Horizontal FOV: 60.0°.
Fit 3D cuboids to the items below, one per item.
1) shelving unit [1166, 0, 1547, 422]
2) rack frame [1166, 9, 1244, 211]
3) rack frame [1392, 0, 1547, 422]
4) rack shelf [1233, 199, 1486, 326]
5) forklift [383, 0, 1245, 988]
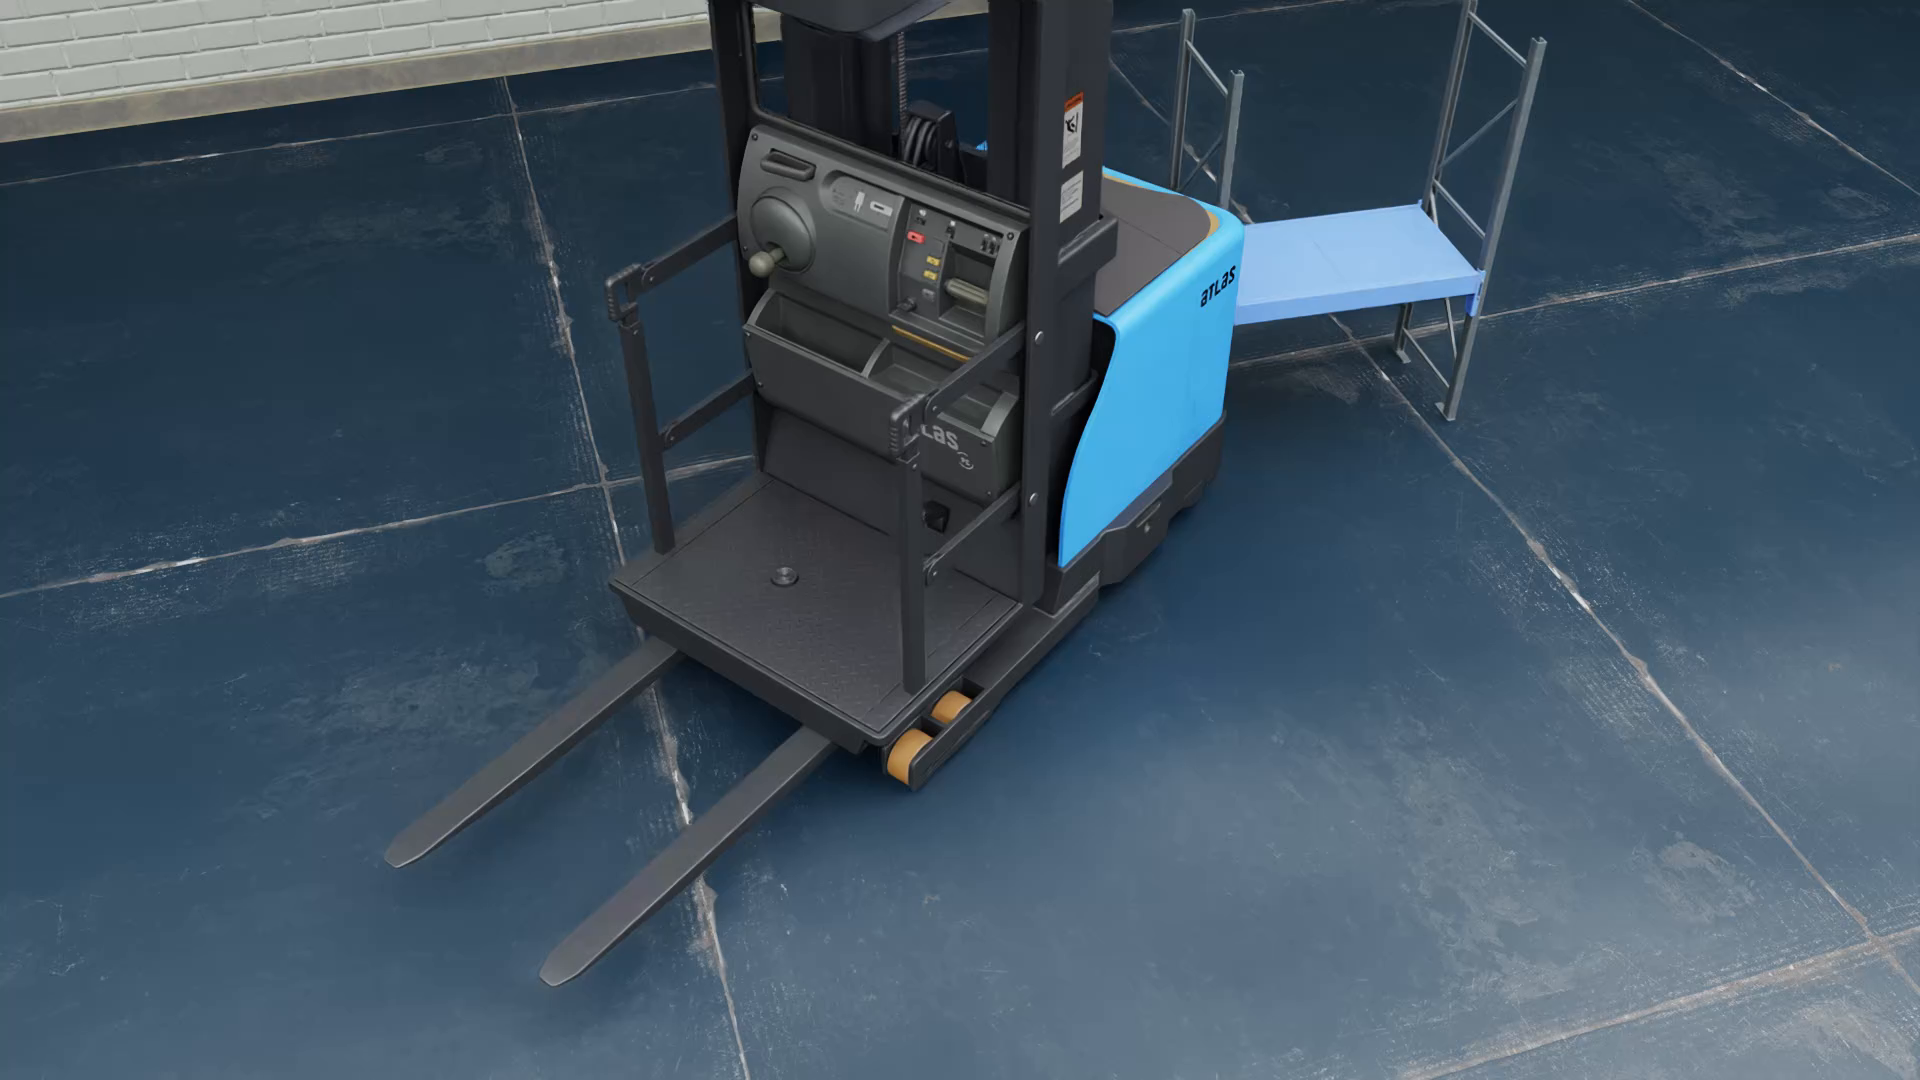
[{"bbox_3d":[1.297,-1.097,5.866,1.048,1.500,0.538,-9,42,-10],"label":"shelving unit"},{"bbox_3d":[0.802,-1.021,5.779,0.032,1.500,0.500,-9,42,-10],"label":"rack frame"},{"bbox_3d":[1.792,-1.173,5.952,0.032,1.500,0.500,-9,42,-10],"label":"rack frame"},{"bbox_3d":[1.297,-0.962,5.984,1.000,0.185,0.538,-9,42,-10],"label":"rack shelf"},{"bbox_3d":[-0.363,-0.748,4.378,1.130,2.935,3.031,26,48,27],"label":"forklift"}]
